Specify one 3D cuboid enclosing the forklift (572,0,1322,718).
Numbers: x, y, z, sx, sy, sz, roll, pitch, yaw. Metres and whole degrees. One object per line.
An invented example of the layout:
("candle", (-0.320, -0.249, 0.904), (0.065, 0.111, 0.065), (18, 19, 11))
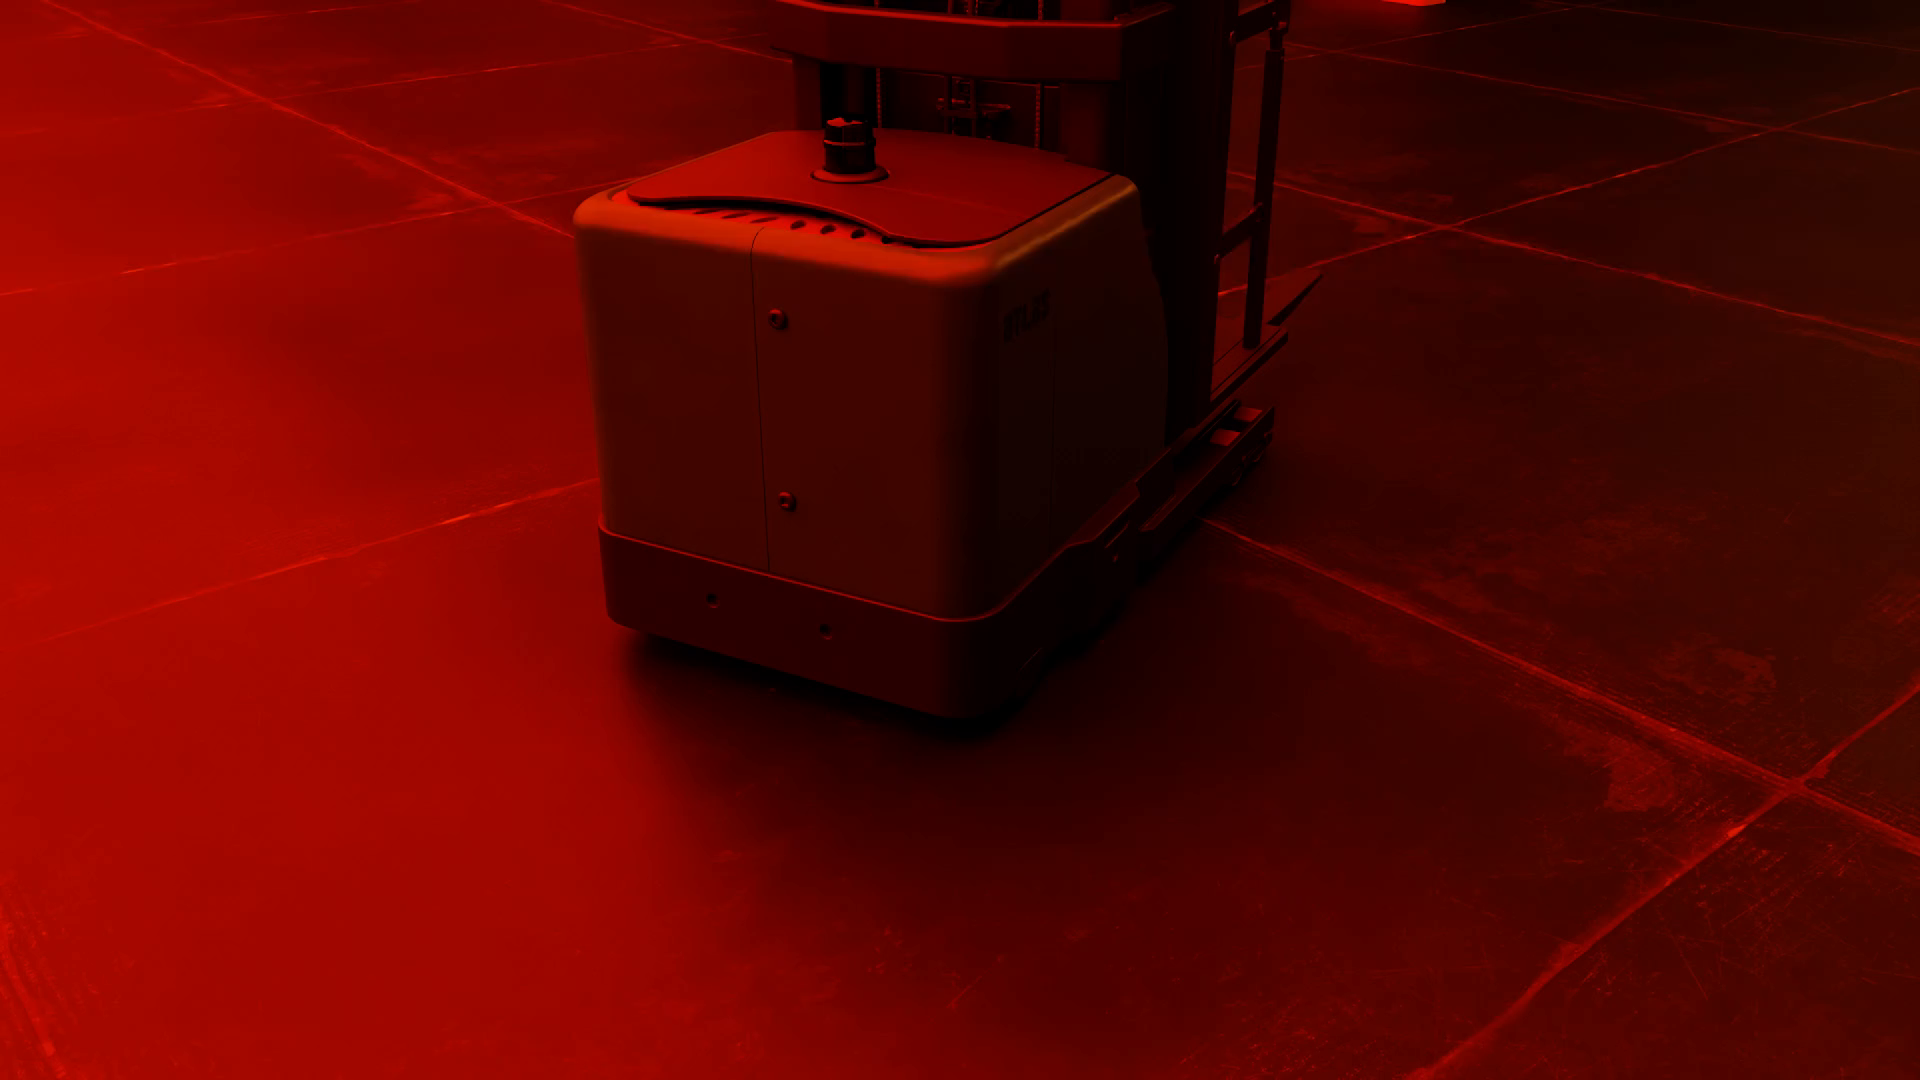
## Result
("forklift", (0.285, -1.552, 4.331), (1.130, 2.935, 3.031), (13, 29, 25))
